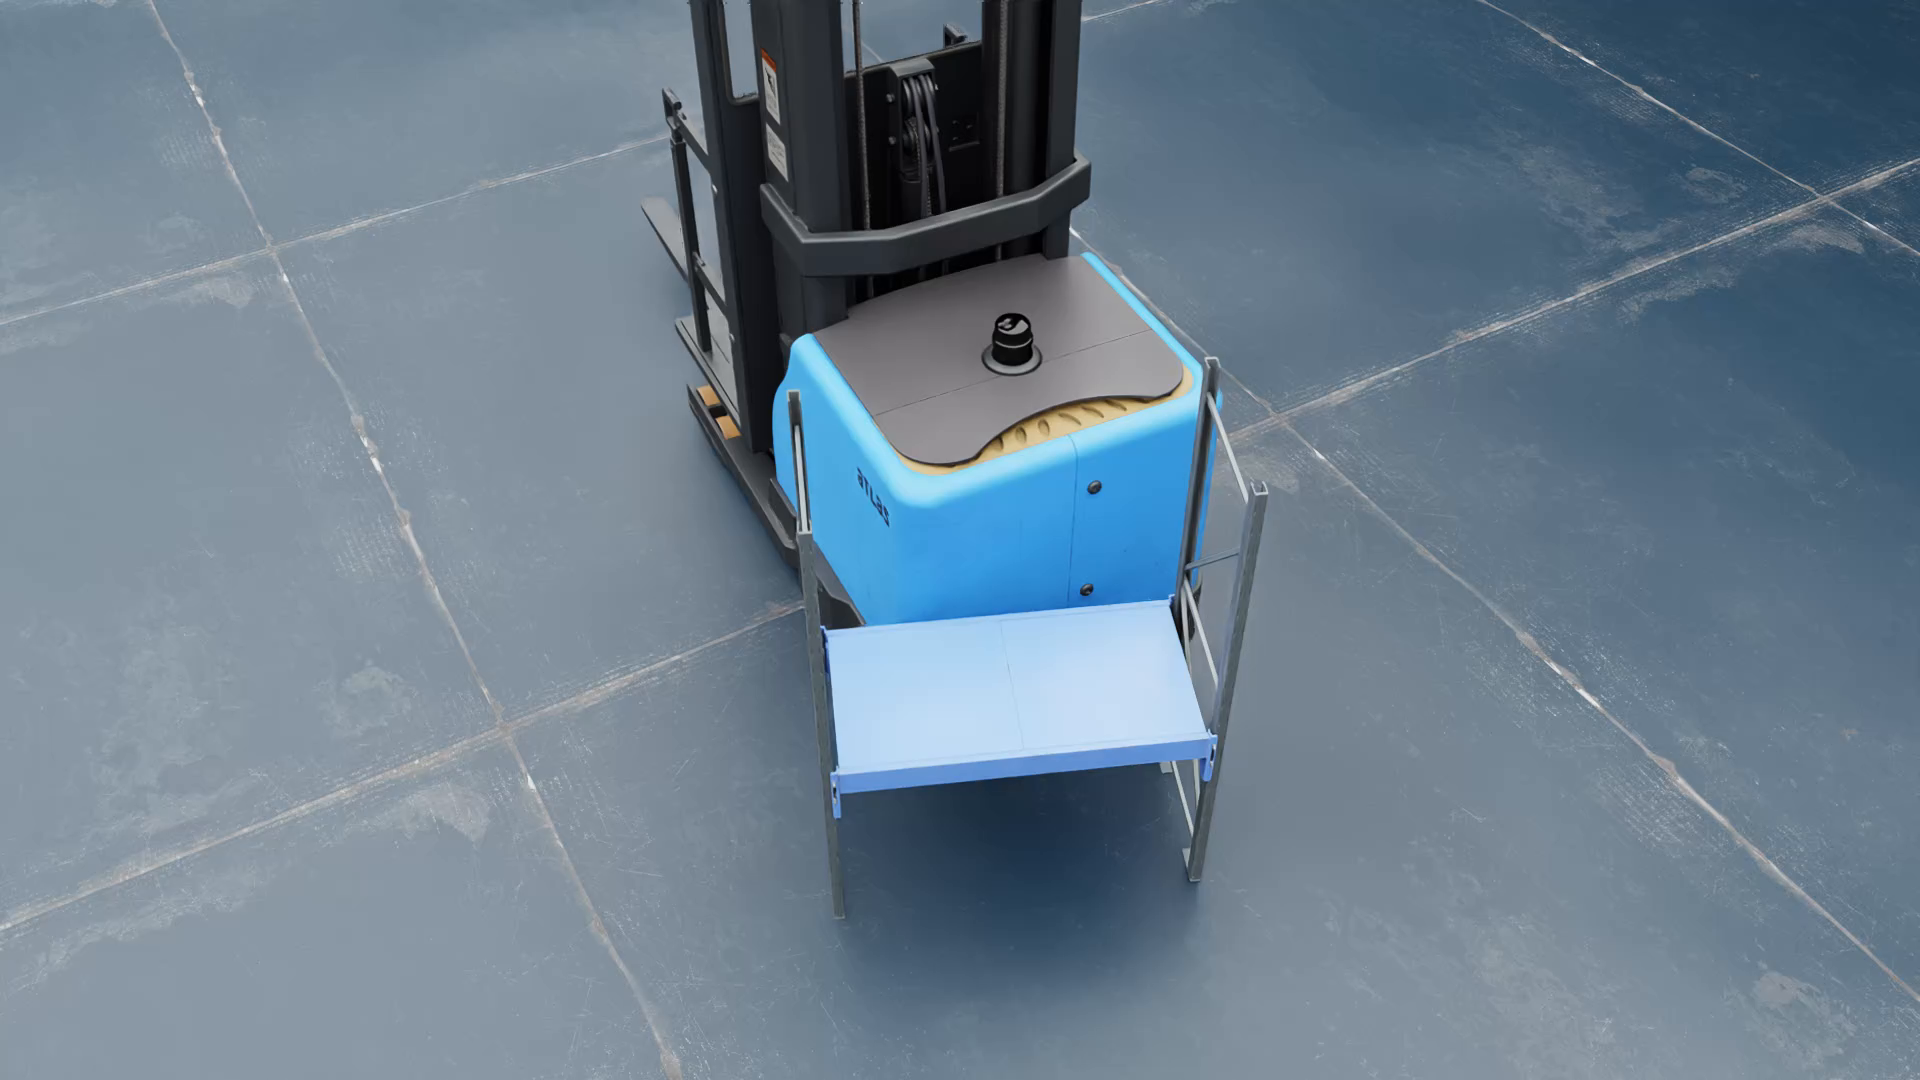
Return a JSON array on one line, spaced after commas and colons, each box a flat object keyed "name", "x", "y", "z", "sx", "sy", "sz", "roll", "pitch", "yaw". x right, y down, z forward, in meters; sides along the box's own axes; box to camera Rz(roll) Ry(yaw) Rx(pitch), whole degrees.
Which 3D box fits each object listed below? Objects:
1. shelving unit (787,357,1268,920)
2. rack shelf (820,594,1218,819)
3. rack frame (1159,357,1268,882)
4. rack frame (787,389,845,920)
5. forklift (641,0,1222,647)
[{"name": "shelving unit", "x": 0.137, "y": 0.308, "z": 4.356, "sx": 1.048, "sy": 1.500, "sz": 0.538, "roll": -5, "pitch": 44, "yaw": -5}, {"name": "rack shelf", "x": 0.137, "y": 0.437, "z": 4.481, "sx": 1.000, "sy": 0.185, "sz": 0.538, "roll": -5, "pitch": 44, "yaw": -5}, {"name": "rack frame", "x": 0.642, "y": 0.265, "z": 4.400, "sx": 0.032, "sy": 1.500, "sz": 0.500, "roll": -5, "pitch": 44, "yaw": -5}, {"name": "rack frame", "x": -0.367, "y": 0.352, "z": 4.311, "sx": 0.032, "sy": 1.500, "sz": 0.500, "roll": -5, "pitch": 44, "yaw": -5}, {"name": "forklift", "x": -0.349, "y": -1.469, "z": 5.159, "sx": 1.130, "sy": 2.935, "sz": 3.031, "roll": -19, "pitch": 47, "yaw": -19}]
